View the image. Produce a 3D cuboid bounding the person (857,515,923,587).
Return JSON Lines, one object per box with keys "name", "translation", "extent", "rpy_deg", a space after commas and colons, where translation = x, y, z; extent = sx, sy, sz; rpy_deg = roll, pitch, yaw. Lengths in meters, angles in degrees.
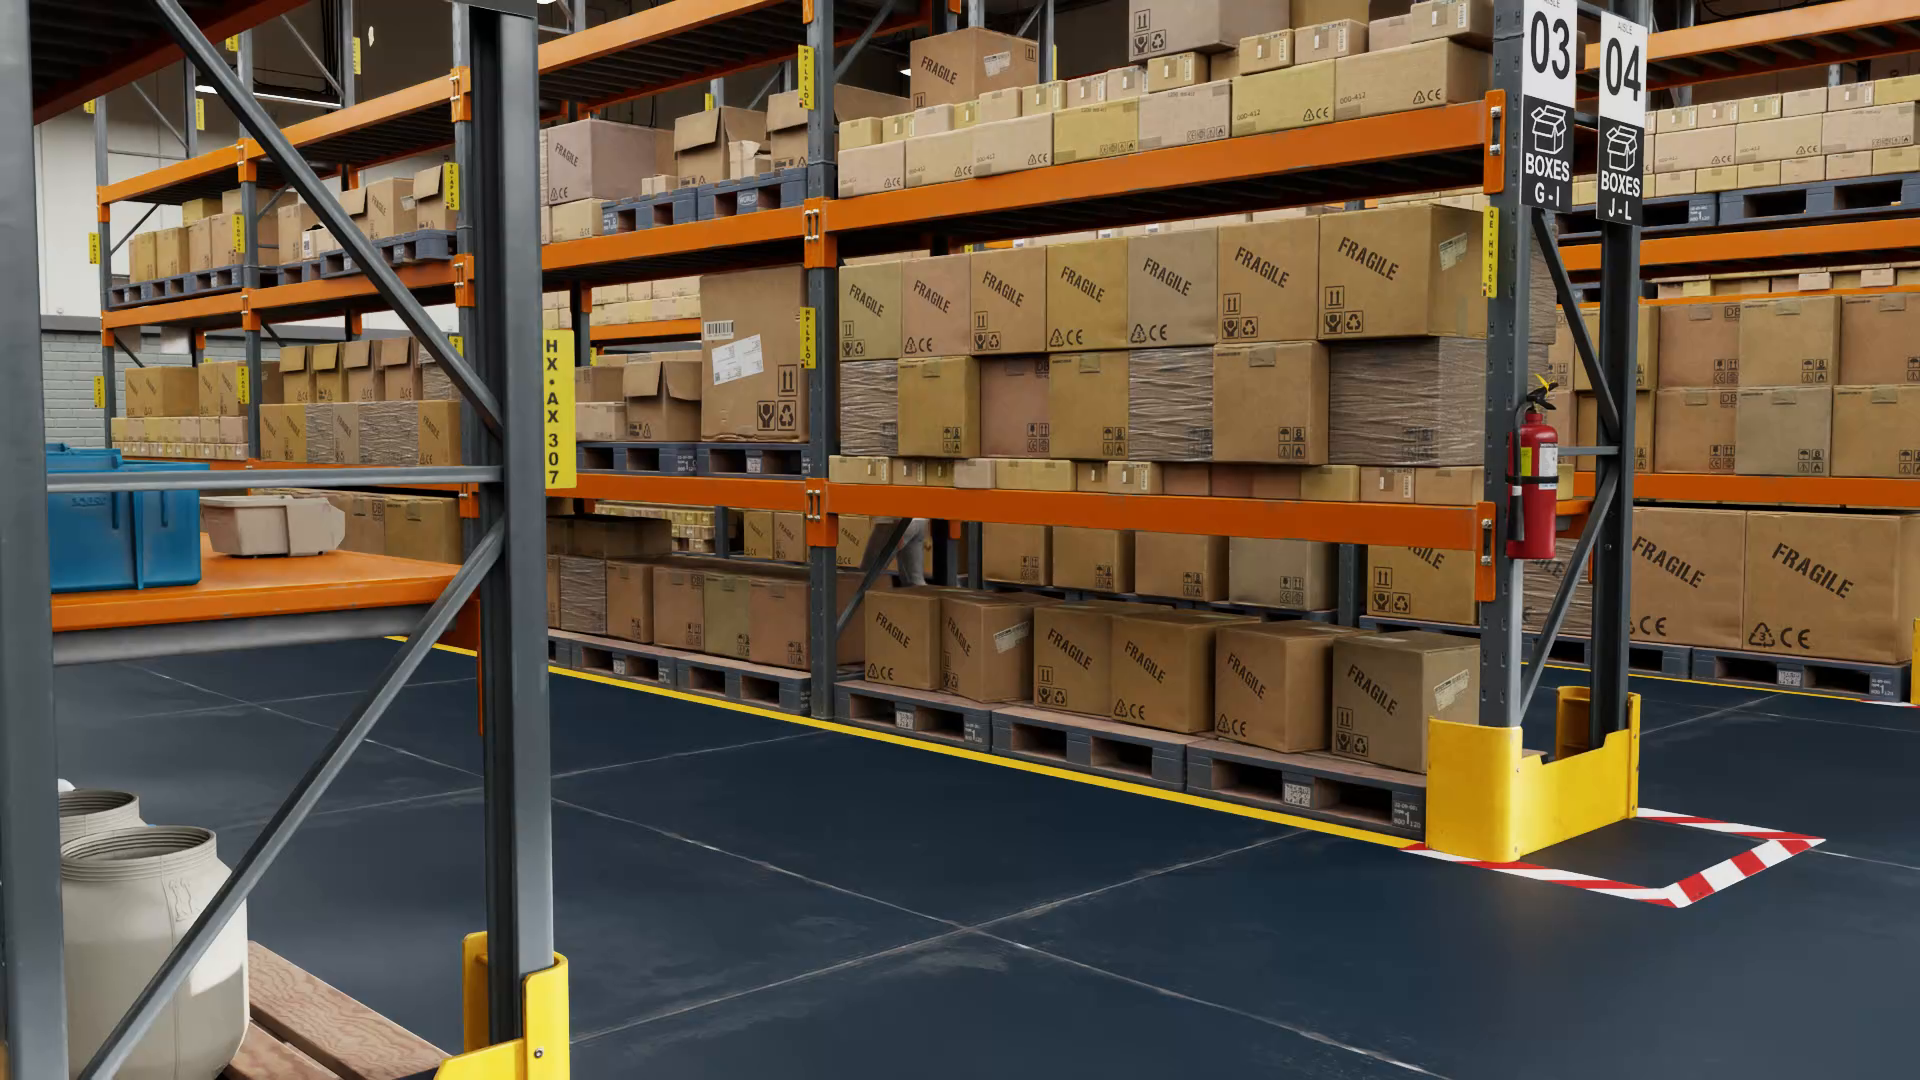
{"name": "person", "translation": [-0.491, -0.081, 11.943], "extent": [0.710, 1.796, 0.563], "rpy_deg": [2, 4, 26]}
